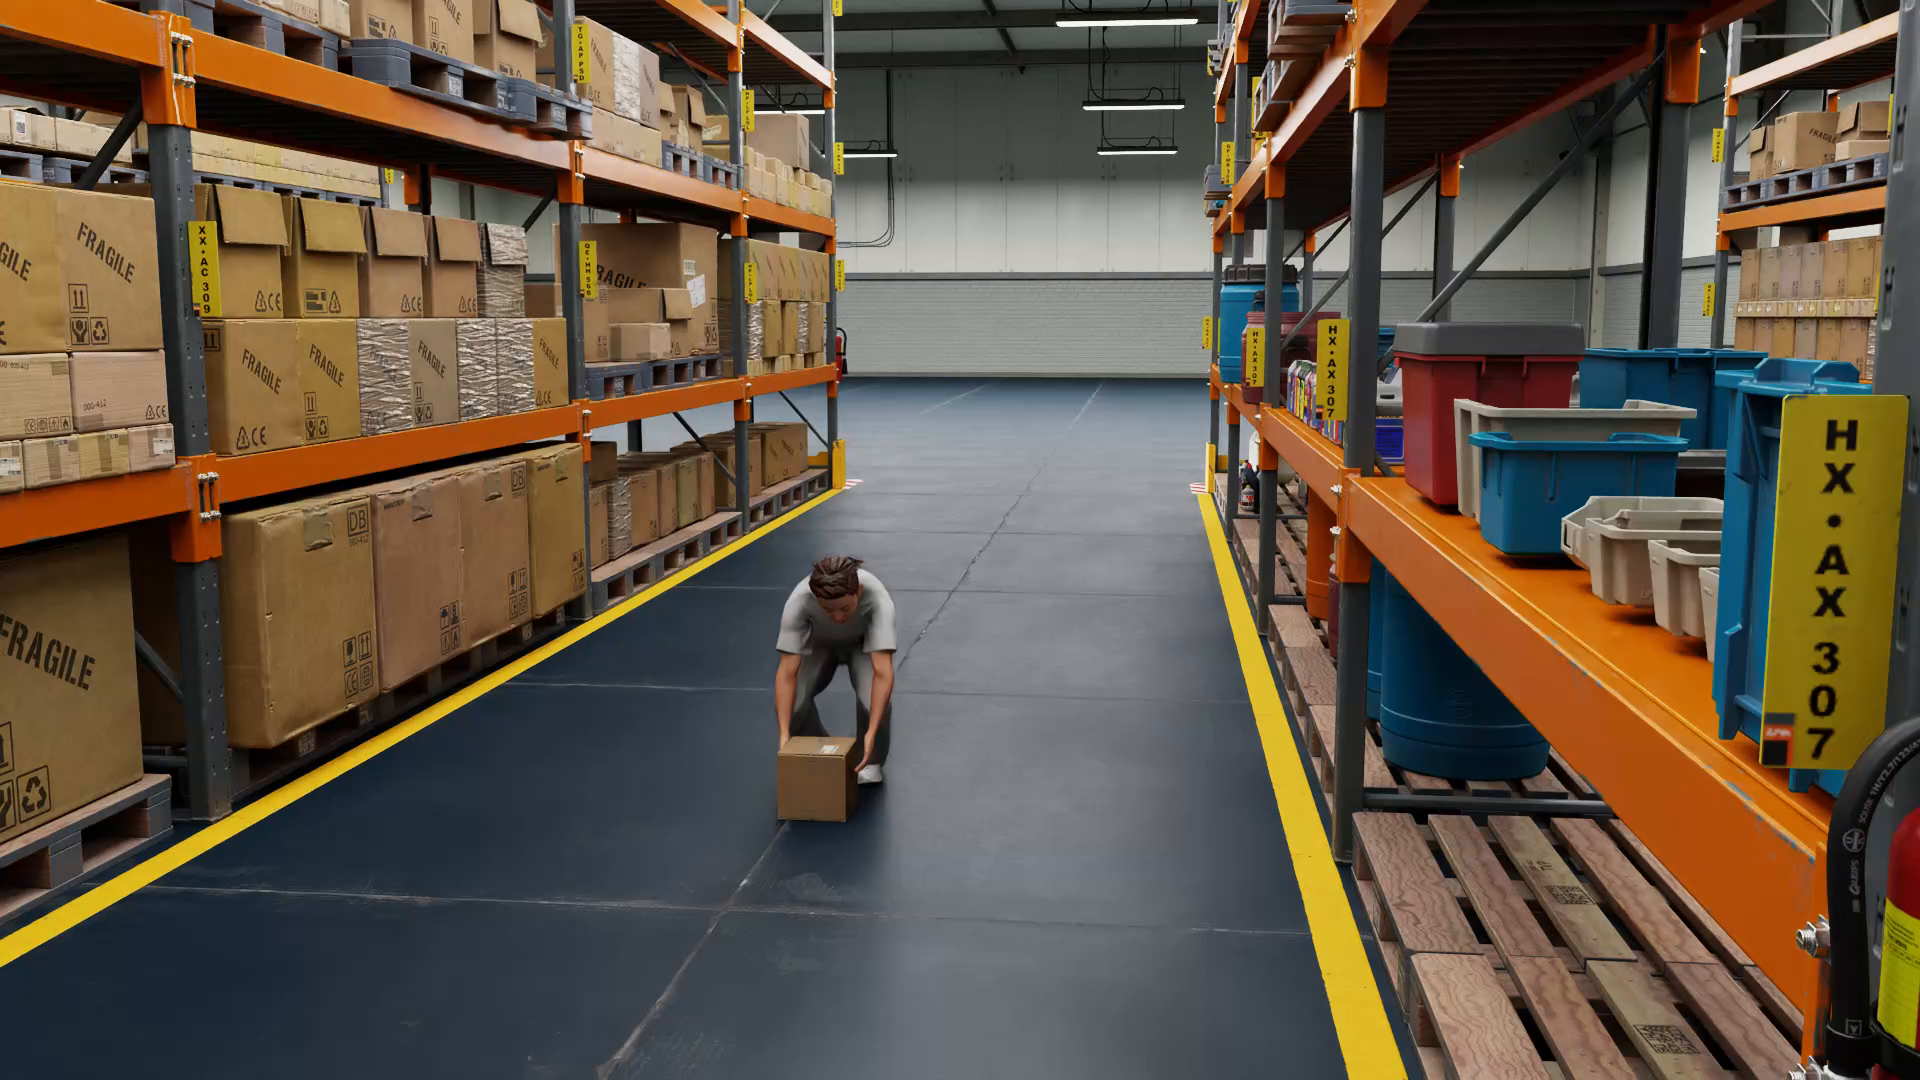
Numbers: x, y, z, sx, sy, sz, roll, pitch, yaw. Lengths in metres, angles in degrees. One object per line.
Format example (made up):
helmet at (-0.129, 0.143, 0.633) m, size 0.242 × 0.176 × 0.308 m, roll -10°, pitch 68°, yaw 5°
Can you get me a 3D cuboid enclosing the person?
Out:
person at (-0.459, 0.485, 6.425) m, size 0.484 × 0.951 × 0.791 m, roll 1°, pitch 8°, yaw 6°
